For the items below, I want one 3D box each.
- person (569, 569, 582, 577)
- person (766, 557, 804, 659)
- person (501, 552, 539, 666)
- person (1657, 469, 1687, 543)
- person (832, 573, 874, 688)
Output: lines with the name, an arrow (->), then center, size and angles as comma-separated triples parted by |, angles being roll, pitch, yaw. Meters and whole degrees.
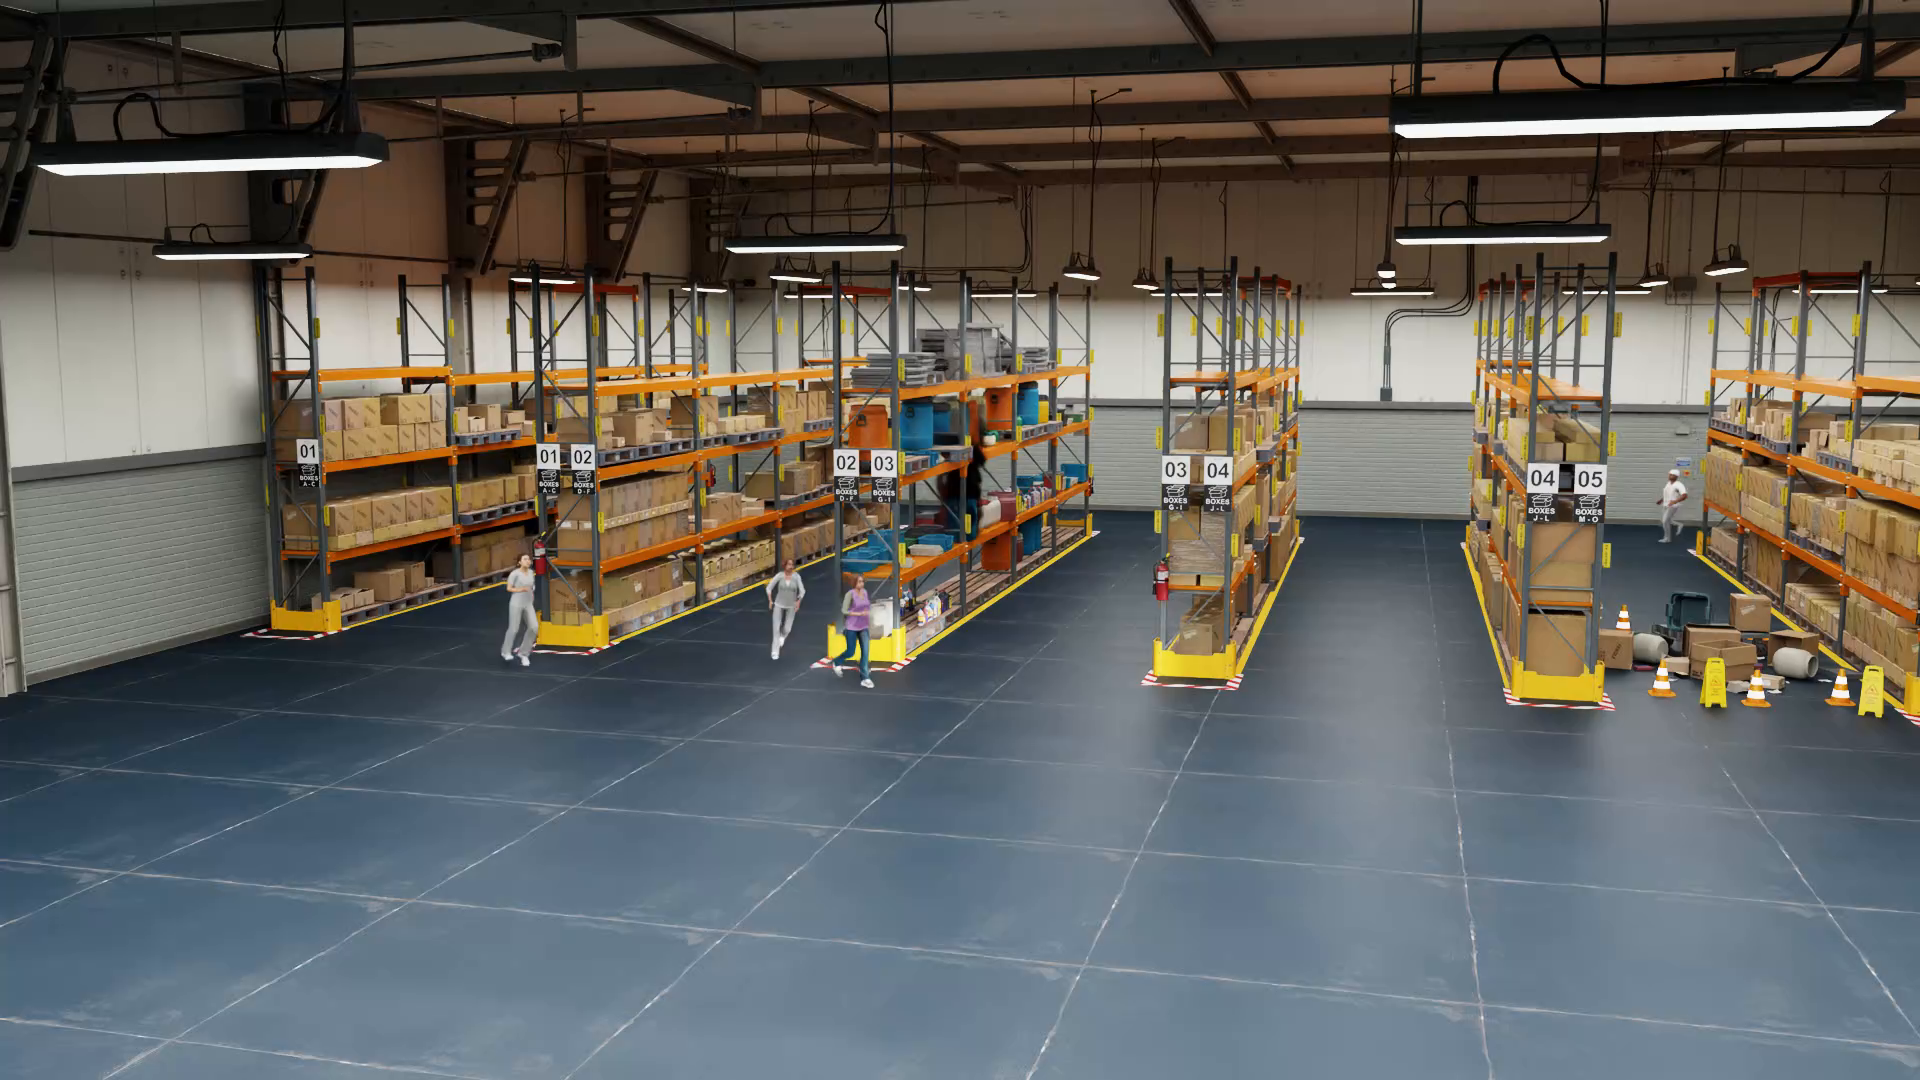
person -> -6.874, 0.340, 29.917 | 0.683, 1.740, 0.587 | 1, 7, 10
person -> -2.674, 1.030, 25.466 | 0.592, 1.546, 0.506 | -1, 7, -8
person -> -6.564, 1.029, 24.957 | 0.724, 1.709, 0.567 | 7, 10, 44
person -> 16.765, -0.799, 39.065 | 0.652, 1.723, 0.702 | -1, 7, -7
person -> -1.470, 1.244, 23.328 | 0.543, 1.574, 0.862 | -6, 10, -41
